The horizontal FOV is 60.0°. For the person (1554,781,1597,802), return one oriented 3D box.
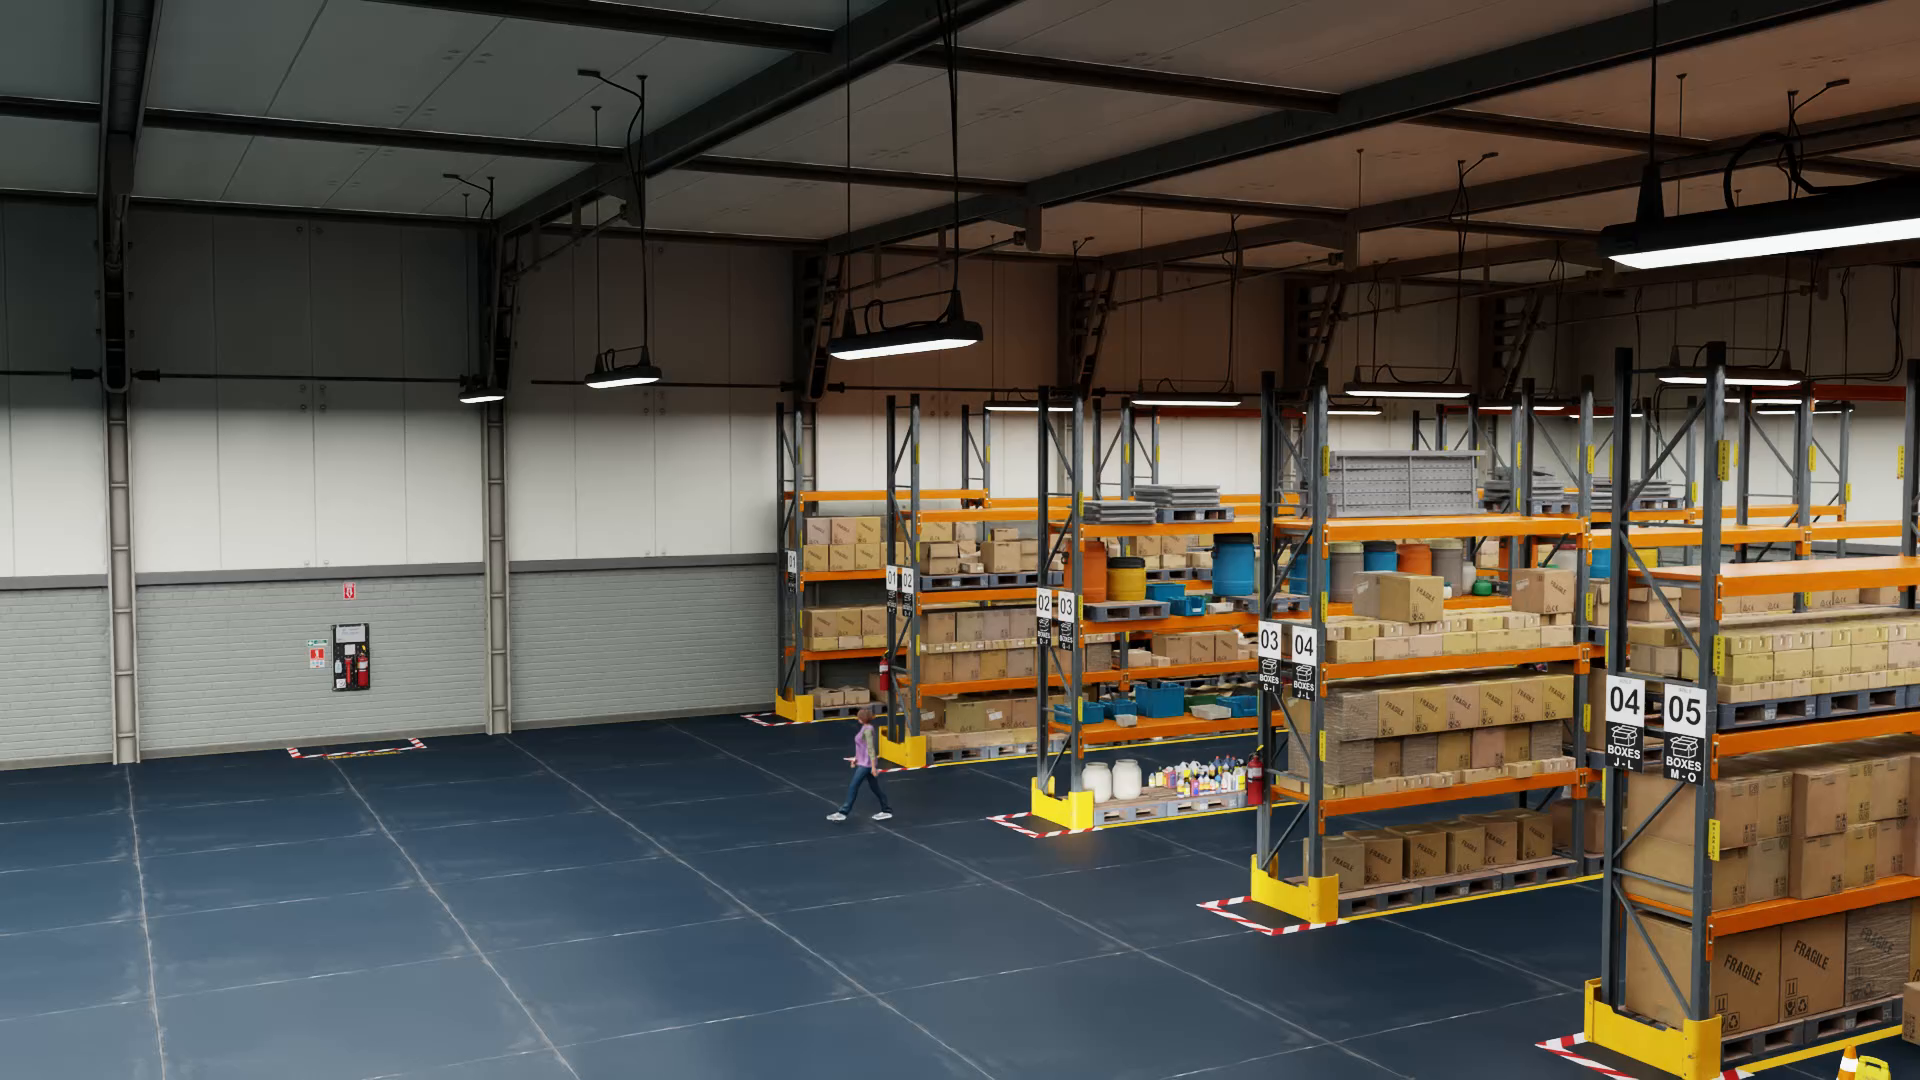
[{"bbox_3d":[8.952,2.977,24.113,1.043,1.603,0.545,-2,4,-28],"label":"person"}]

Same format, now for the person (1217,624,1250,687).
[{"bbox_3d":[5.590,2.387,34.182,1.022,1.624,0.504,-2,4,-37],"label":"person"}]

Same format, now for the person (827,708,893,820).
[{"bbox_3d":[-1.367,3.077,22.861,0.892,1.556,0.454,0,3,3],"label":"person"}]
